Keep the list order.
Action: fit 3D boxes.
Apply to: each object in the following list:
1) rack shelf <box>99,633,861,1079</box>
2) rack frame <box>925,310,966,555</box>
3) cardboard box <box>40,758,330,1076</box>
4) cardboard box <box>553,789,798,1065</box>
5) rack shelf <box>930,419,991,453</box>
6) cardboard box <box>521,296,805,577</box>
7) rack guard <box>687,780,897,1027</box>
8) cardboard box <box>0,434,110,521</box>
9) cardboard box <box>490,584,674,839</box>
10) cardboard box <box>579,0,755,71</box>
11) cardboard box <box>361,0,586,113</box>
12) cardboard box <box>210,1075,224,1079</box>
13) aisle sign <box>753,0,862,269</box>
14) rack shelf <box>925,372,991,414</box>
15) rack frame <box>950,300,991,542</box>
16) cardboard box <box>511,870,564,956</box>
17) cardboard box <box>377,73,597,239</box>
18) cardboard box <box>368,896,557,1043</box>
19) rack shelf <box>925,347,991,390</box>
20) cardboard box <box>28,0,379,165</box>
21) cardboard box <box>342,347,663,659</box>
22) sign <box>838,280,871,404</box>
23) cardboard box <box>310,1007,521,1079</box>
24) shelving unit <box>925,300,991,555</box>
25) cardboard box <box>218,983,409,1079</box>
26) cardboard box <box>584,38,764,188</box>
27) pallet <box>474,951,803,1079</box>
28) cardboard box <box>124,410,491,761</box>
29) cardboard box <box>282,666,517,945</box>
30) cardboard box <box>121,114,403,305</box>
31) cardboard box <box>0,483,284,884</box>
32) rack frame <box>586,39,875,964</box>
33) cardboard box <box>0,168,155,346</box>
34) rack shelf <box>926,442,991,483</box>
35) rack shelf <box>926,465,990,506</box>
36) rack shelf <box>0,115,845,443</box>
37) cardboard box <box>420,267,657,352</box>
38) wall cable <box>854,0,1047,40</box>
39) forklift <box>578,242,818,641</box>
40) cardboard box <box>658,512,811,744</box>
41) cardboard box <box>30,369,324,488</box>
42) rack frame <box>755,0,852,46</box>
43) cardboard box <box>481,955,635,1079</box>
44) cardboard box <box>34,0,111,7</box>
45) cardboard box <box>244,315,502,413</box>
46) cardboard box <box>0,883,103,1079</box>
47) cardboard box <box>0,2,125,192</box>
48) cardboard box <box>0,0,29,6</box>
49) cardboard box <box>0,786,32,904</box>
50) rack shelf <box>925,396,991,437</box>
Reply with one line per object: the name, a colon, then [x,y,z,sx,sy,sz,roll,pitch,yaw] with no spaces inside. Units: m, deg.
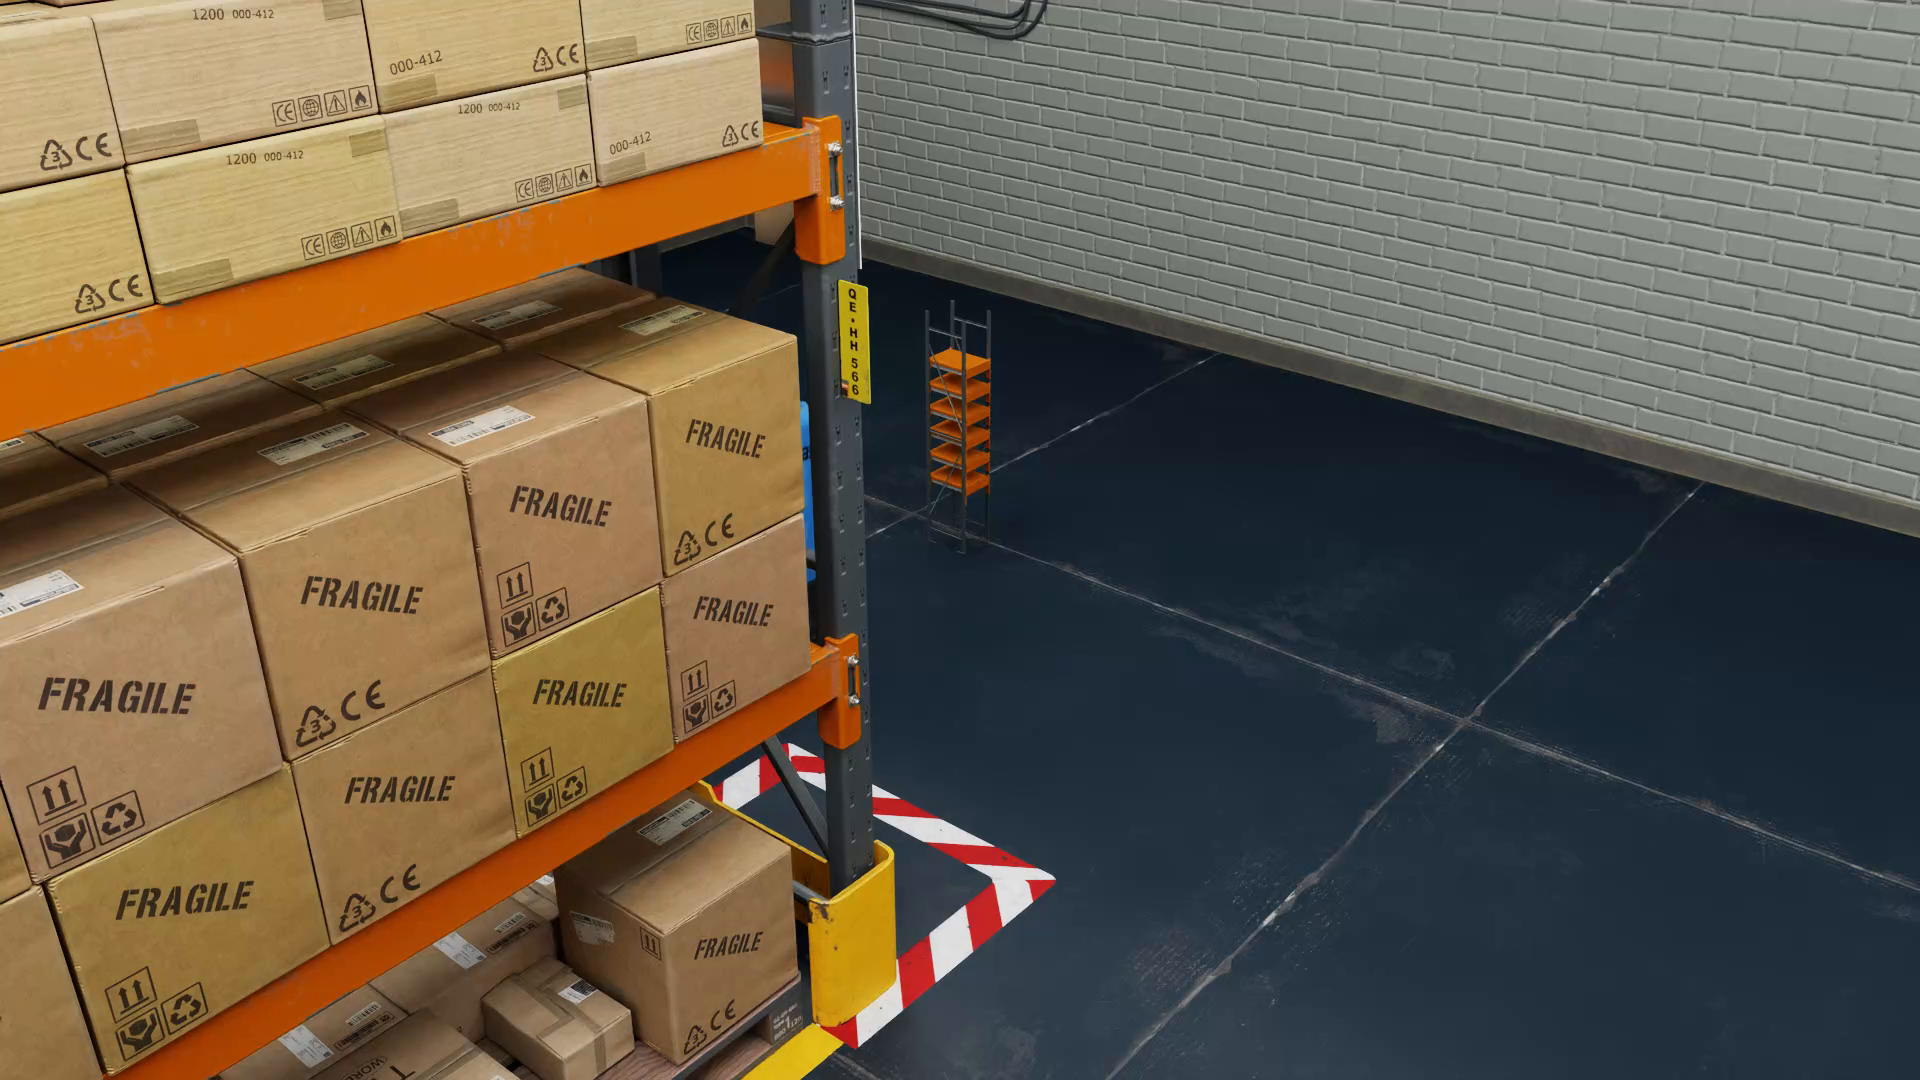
rack shelf: [-1.966,0.994,3.848,1.077,0.370,4.000,21,34,34]
rack frame: [-0.067,-0.495,7.902,0.240,1.200,0.006,21,34,34]
cardboard box: [-1.738,0.698,3.528,0.500,0.500,0.500,20,34,34]
cardboard box: [-0.849,1.145,5.015,0.500,0.500,0.500,21,34,34]
rack shelf: [-0.009,-0.488,7.985,0.258,0.103,0.180,21,34,34]
cardboard box: [-0.764,-0.285,4.340,0.500,0.500,0.500,20,34,34]
rack guard: [-0.742,1.102,5.575,1.175,0.500,0.348,21,34,34]
cardboard box: [-2.150,0.101,3.594,0.500,0.500,0.500,20,34,34]
cardboard box: [-1.096,0.344,4.212,0.500,0.500,0.500,21,34,35]
cardboard box: [-0.824,-1.266,3.787,0.500,0.250,0.500,21,34,34]
cardboard box: [-1.141,-1.089,3.445,0.500,0.250,0.500,21,34,34]
cardboard box: [-2.047,1.629,4.075,0.797,0.503,0.637,21,34,34]
aisle sign: [-0.414,-1.124,4.330,0.394,0.787,0.004,21,34,34]
rack shelf: [-0.009,-0.701,7.875,0.258,0.103,0.180,21,34,34]
rack frame: [0.049,-0.560,8.027,0.240,1.200,0.006,21,34,34]
cardboard box: [-1.384,1.165,5.339,0.380,0.166,0.250,21,34,34]
cardboard box: [-1.143,-0.867,3.561,0.500,0.250,0.500,21,34,34]
cardboard box: [-1.576,1.278,5.029,0.500,0.250,0.500,21,34,34]
rack shelf: [-0.009,-0.808,7.819,0.258,0.103,0.180,21,34,34]
cardboard box: [-1.462,-0.913,3.104,0.500,0.250,0.500,21,34,34]
cardboard box: [-1.085,-0.106,3.993,0.500,0.500,0.500,22,34,36]
sign: [-0.278,-0.520,4.387,0.100,0.325,0.005,21,34,34]
cardboard box: [-1.477,1.584,4.438,0.500,0.250,0.500,21,34,34]
shelving unit: [-0.009,-0.528,7.964,0.258,1.200,0.189,21,34,34]
cardboard box: [-1.894,1.455,4.686,0.500,0.250,0.500,21,34,34]
cardboard box: [-0.817,-1.041,3.897,0.500,0.250,0.500,21,34,34]
pallet: [-1.248,1.514,5.095,1.003,0.211,1.213,21,34,34]
cardboard box: [-1.411,0.079,3.635,0.500,0.500,0.500,22,34,36]
cardboard box: [-1.417,0.519,3.873,0.500,0.500,0.500,21,34,35]
cardboard box: [-1.451,-0.686,3.211,0.500,0.250,0.500,21,34,34]
cardboard box: [-1.738,0.261,3.283,0.500,0.500,0.500,22,35,36]
rack frame: [-0.694,-0.035,5.053,1.000,3.000,0.127,21,34,34]
cardboard box: [-1.782,-0.514,2.877,0.500,0.250,0.500,21,34,34]
rack shelf: [-0.009,-0.382,8.040,0.258,0.103,0.180,21,34,34]
rack shelf: [-0.009,-0.275,8.095,0.258,0.103,0.180,21,34,34]
rack shelf: [-1.966,-0.339,3.159,1.077,0.370,4.000,21,34,34]
cardboard box: [-1.179,-0.443,4.645,0.500,0.500,0.500,22,35,36]
wall cable: [-0.645,-4.668,10.859,3.097,2.526,0.112,21,34,34]
forklift: [-1.857,-0.508,6.042,1.130,2.935,3.031,19,33,33]
cardboard box: [-0.768,0.159,4.569,0.500,0.500,0.500,22,35,36]
cardboard box: [-1.828,-0.080,3.943,0.500,0.500,0.500,21,34,35]
rack frame: [-0.694,-2.700,3.675,1.000,3.000,0.127,21,34,34]
cardboard box: [-1.176,1.410,4.865,0.380,0.166,0.250,21,34,34]
cardboard box: [-1.626,-1.308,3.052,0.700,0.500,0.500,21,34,34]
cardboard box: [-1.506,-0.256,4.283,0.500,0.500,0.500,21,34,35]
cardboard box: [-2.060,0.879,3.178,0.500,0.500,0.500,21,34,34]
cardboard box: [-1.775,-0.733,2.758,0.500,0.250,0.500,21,34,34]
cardboard box: [-2.017,-1.158,2.762,0.700,0.500,0.500,21,34,34]
cardboard box: [-2.066,0.445,2.929,0.500,0.500,0.500,20,33,33]
rack shelf: [-0.009,-0.595,7.930,0.258,0.103,0.180,21,34,34]
